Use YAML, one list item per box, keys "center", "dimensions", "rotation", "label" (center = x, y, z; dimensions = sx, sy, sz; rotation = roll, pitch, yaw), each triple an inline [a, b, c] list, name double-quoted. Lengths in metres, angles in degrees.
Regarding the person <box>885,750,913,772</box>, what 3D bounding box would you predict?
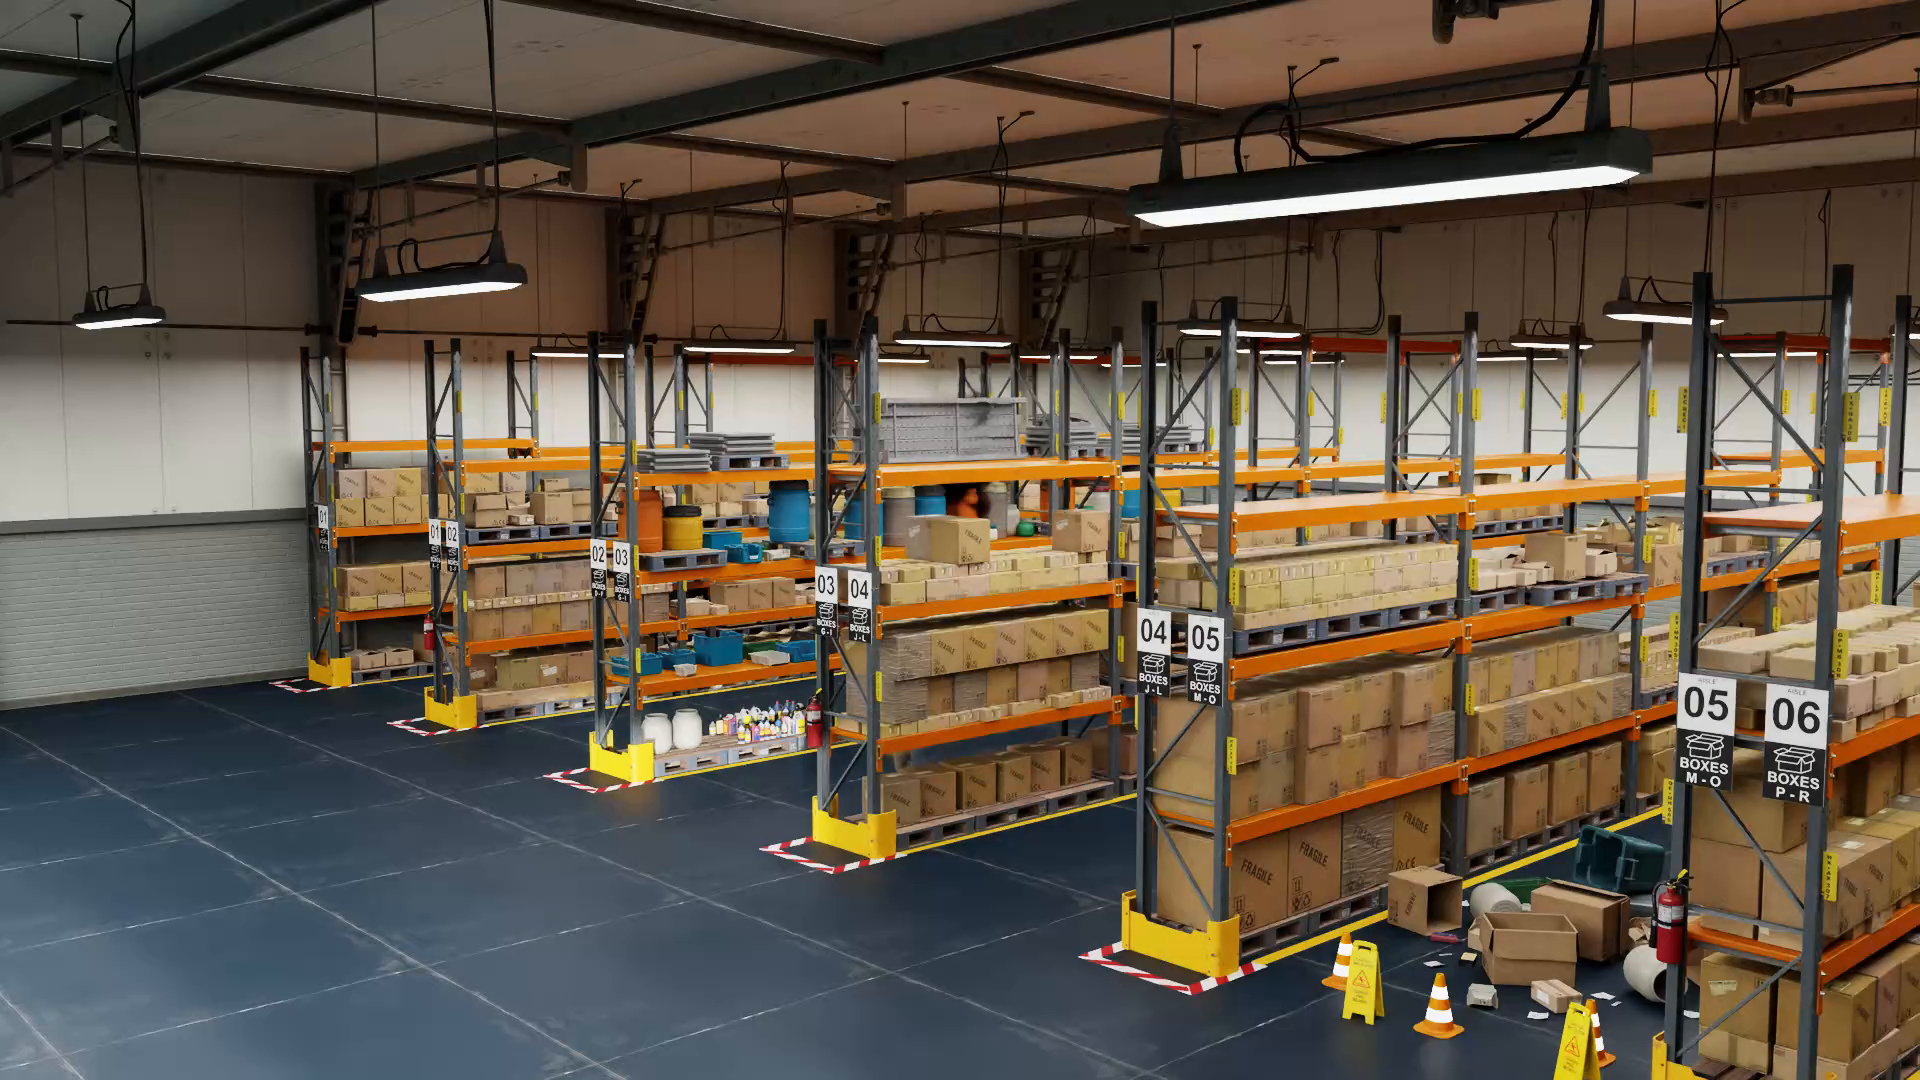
- center: [-0.737, 2.401, 21.880]
  dimensions: [0.650, 1.680, 0.652]
  rotation: [3, 6, 33]
  label: "person"
